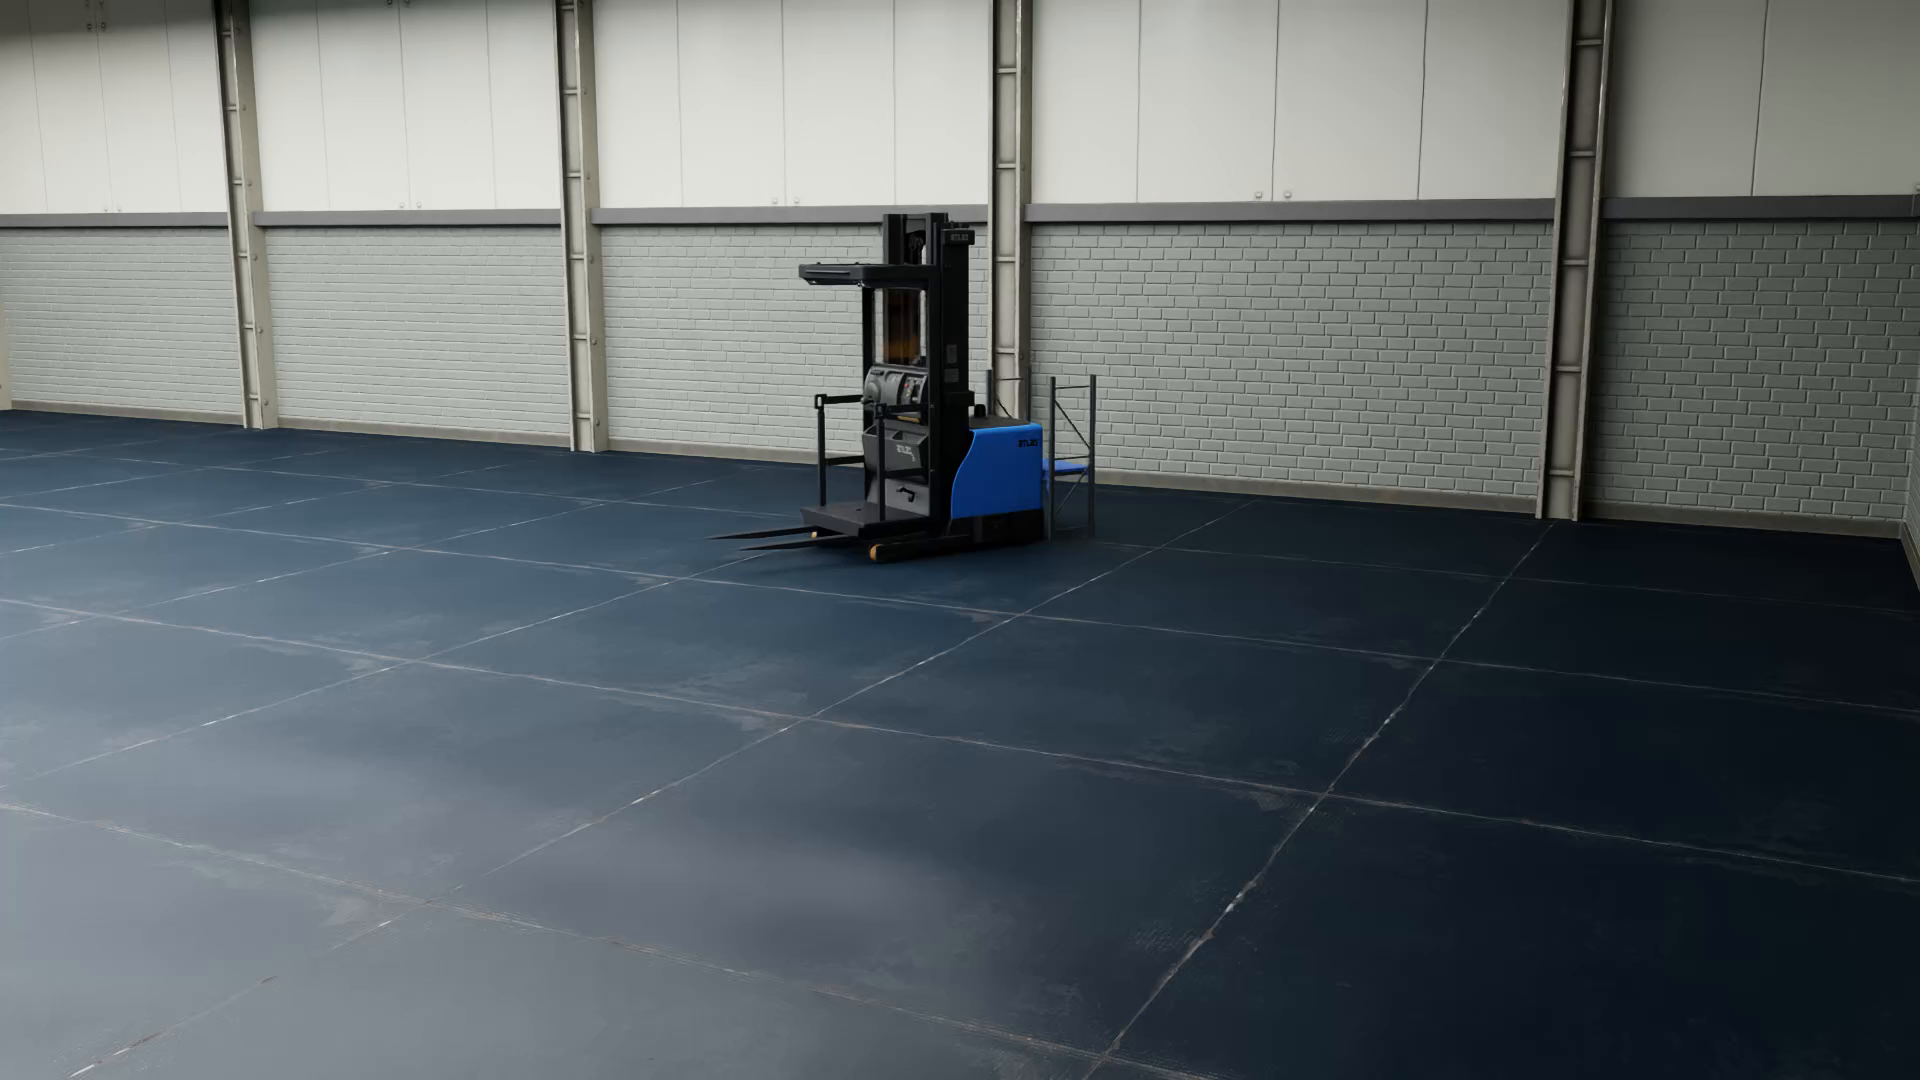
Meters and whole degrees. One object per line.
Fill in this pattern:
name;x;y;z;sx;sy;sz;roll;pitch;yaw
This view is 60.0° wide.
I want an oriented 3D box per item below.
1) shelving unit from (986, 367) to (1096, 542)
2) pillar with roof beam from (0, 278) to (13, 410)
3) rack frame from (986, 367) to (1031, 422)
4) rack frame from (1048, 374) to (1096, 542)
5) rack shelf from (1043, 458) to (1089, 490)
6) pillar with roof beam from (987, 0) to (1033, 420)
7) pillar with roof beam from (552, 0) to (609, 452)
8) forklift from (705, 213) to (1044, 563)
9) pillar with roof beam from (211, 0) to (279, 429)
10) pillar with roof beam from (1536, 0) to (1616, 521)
shelving unit;0.742;-0.820;15.550;0.538;1.500;1.048;-7;12;-32
pillar with roof beam;-17.495;-5.858;22.328;0.400;9.000;9.100;5;11;26
rack frame;0.464;-0.896;15.969;0.500;1.500;0.032;-7;12;-32
rack frame;1.019;-0.744;15.131;0.500;1.500;0.032;-7;12;-32
rack shelf;0.742;-0.643;15.582;0.538;0.185;1.000;-7;12;-32
pillar with roof beam;-1.353;-4.439;14.491;0.400;9.000;9.100;5;11;26
pillar with roof beam;-6.734;-4.912;17.103;0.400;9.000;9.100;5;11;26
forklift;-0.735;-1.351;14.463;3.031;2.935;1.130;-7;12;-34
pillar with roof beam;-12.114;-5.385;19.716;0.400;9.000;9.100;5;11;26
pillar with roof beam;4.028;-3.966;11.878;0.400;9.000;9.100;5;11;26
